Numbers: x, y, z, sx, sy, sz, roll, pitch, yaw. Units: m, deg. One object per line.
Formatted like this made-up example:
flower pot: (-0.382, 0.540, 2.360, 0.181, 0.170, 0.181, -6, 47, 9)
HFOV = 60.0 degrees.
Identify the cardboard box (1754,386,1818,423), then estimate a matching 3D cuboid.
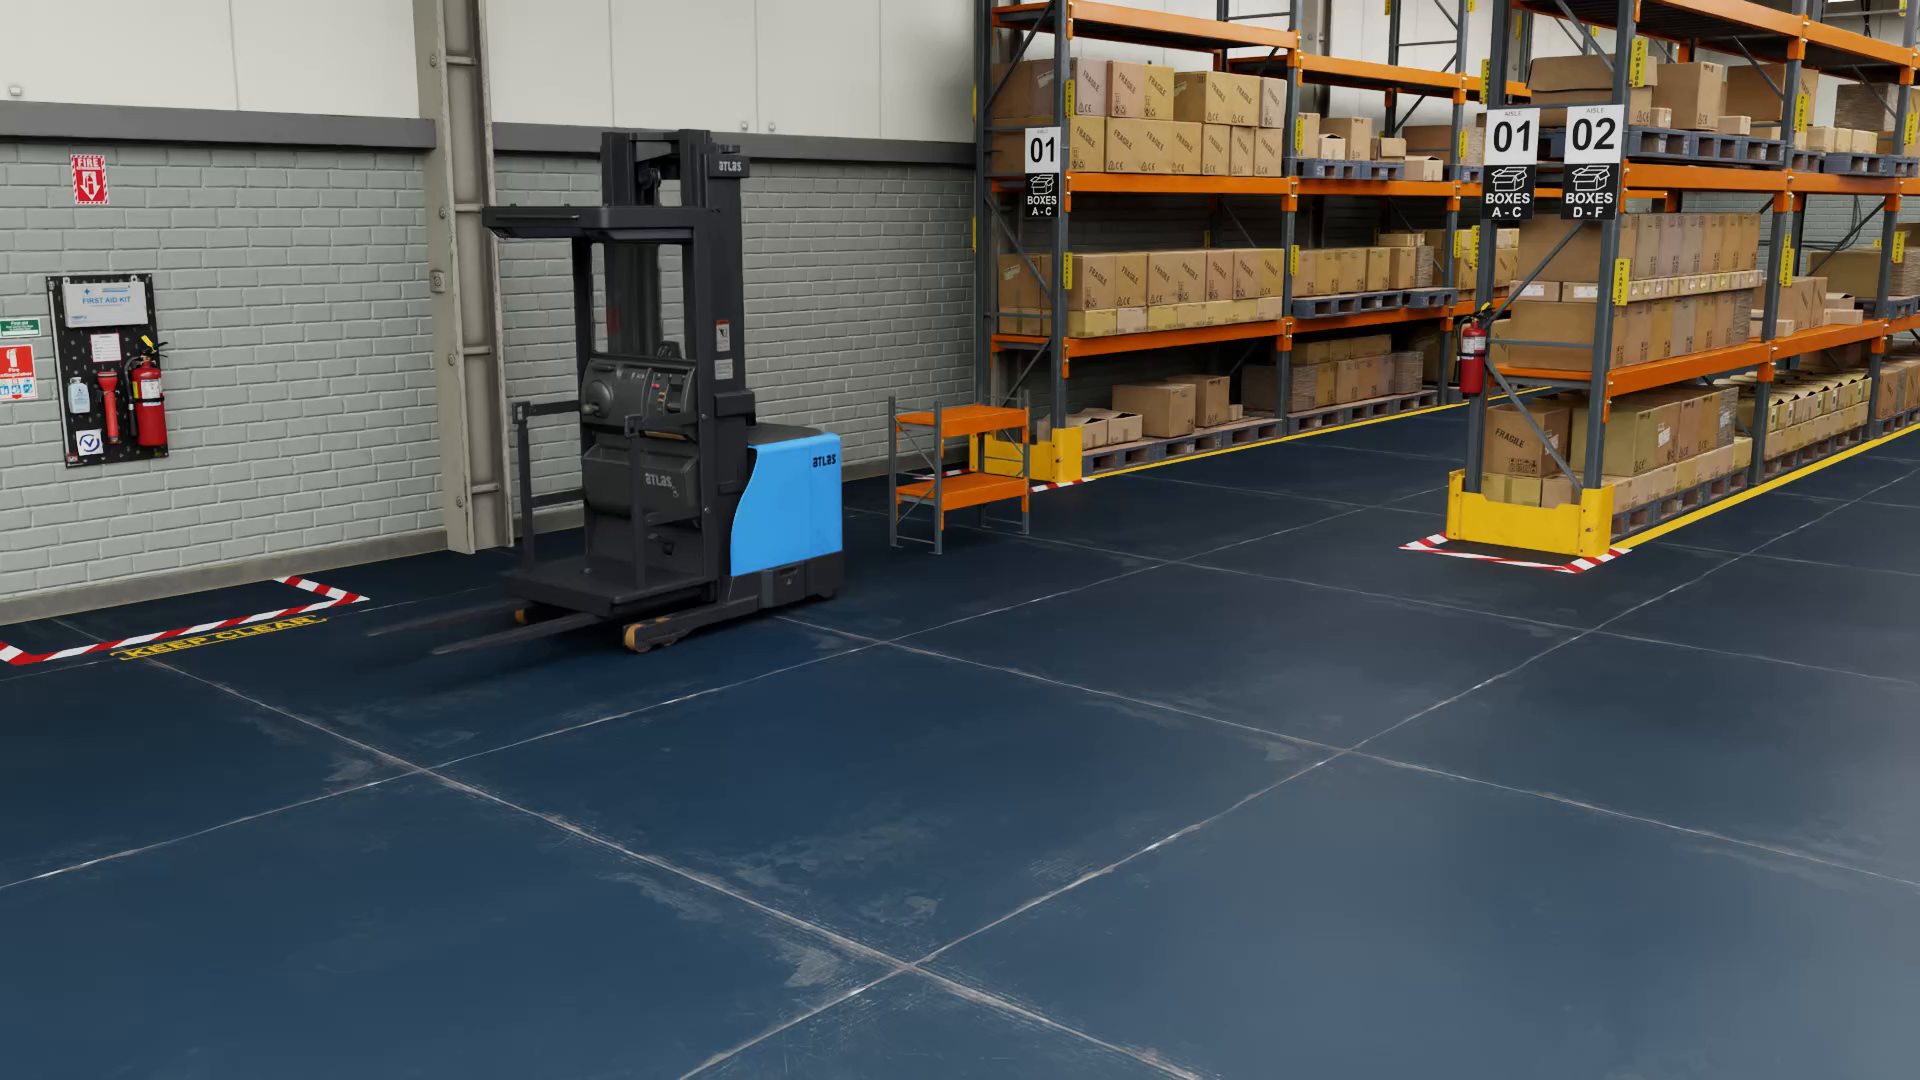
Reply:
cardboard box: (8.063, -1.342, 16.289, 0.500, 0.311, 0.500, 9, 14, 38)

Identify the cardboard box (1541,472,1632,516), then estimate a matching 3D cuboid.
cardboard box: (4.808, -0.351, 12.758, 0.500, 0.250, 0.500, 10, 15, 40)

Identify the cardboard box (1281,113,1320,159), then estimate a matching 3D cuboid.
cardboard box: (3.625, -4.468, 18.435, 0.500, 0.500, 0.500, -9, 15, -39)

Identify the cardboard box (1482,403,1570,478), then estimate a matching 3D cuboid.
cardboard box: (4.418, -0.786, 13.021, 0.500, 0.500, 0.500, 10, 15, 40)

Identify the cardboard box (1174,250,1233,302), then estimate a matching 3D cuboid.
cardboard box: (2.459, -2.719, 17.084, 0.500, 0.500, 0.500, 9, 15, 39)

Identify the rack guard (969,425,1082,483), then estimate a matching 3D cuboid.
rack guard: (0.614, -0.869, 15.783, 1.175, 0.500, 0.348, 10, 15, 40)

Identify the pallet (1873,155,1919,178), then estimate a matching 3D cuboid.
pallet: (9.187, -3.887, 17.338, 1.213, 0.211, 1.003, 11, 16, 43)

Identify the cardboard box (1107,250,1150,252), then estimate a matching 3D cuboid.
cardboard box: (1.725, -2.707, 17.025, 0.500, 0.500, 0.500, 10, 15, 41)

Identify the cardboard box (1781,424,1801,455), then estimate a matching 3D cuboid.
cardboard box: (7.718, -0.992, 15.966, 0.500, 0.250, 0.500, 10, 15, 42)

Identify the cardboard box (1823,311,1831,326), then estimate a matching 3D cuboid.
cardboard box: (8.768, -2.302, 17.220, 0.250, 0.149, 0.380, -11, 16, -43)

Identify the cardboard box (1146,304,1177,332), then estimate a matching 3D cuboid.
cardboard box: (1.797, -2.203, 16.412, 0.500, 0.250, 0.500, 9, 15, 39)

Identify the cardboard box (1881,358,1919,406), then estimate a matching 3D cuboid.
cardboard box: (11.100, -1.869, 19.667, 0.500, 0.500, 0.500, 9, 14, 38)

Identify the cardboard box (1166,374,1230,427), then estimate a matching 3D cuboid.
cardboard box: (2.549, -1.504, 17.840, 0.500, 0.500, 0.500, 8, 14, 36)

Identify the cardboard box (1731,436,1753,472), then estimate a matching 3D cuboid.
cardboard box: (6.786, -0.793, 14.970, 0.500, 0.250, 0.500, 10, 15, 40)

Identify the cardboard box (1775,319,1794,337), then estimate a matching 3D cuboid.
cardboard box: (7.666, -2.012, 15.770, 0.380, 0.149, 0.250, 10, 15, 40)

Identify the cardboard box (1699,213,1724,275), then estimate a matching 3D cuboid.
cardboard box: (5.976, -2.503, 14.016, 0.700, 0.500, 0.500, 10, 15, 40)

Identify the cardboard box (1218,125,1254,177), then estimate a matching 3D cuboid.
cardboard box: (2.713, -4.022, 17.227, 0.500, 0.500, 0.500, 8, 14, 36)

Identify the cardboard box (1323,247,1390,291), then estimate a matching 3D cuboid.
cardboard box: (4.736, -3.268, 20.038, 0.700, 0.500, 0.500, 10, 15, 40)

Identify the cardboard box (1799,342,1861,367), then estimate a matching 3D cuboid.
cardboard box: (10.043, -2.155, 19.185, 0.500, 0.250, 0.500, 11, 15, 42)

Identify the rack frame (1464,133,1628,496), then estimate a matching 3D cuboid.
rack frame: (4.287, -1.443, 12.278, 1.000, 3.000, 0.127, 10, 15, 40)

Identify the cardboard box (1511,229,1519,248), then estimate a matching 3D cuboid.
cardboard box: (7.351, -4.095, 22.576, 0.500, 0.250, 0.500, 9, 15, 39)

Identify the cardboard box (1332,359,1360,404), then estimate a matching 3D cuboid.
cardboard box: (4.348, -1.924, 19.946, 0.700, 0.500, 0.500, 10, 15, 41)

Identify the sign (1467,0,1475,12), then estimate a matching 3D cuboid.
sign: (6.258, -6.630, 20.344, 0.100, 0.325, 0.005, 10, 15, 40)

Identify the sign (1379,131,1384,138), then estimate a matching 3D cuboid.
sign: (5.433, -5.096, 21.388, 0.100, 0.325, 0.005, 10, 15, 40)

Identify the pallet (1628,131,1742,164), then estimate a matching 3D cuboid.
pallet: (5.579, -3.152, 13.400, 1.003, 0.211, 1.213, 10, 15, 40)

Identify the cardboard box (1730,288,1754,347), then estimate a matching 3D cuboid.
cardboard box: (6.639, -2.015, 14.884, 0.700, 0.500, 0.500, 9, 15, 39)

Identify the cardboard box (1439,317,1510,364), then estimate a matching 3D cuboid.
cardboard box: (7.011, -2.631, 22.643, 0.750, 0.750, 0.750, 10, 15, 40)

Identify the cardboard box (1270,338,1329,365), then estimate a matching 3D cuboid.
cardboard box: (3.966, -2.205, 19.437, 0.500, 0.250, 0.500, 9, 15, 39)

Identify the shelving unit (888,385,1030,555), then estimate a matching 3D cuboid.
shelving unit: (0.004, -0.553, 12.606, 0.538, 1.125, 1.048, 10, 15, 40)

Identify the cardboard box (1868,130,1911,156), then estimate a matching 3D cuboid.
cardboard box: (9.831, -4.209, 18.211, 0.910, 0.500, 0.500, 10, 15, 40)

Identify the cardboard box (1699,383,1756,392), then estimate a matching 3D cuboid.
cardboard box: (7.649, -1.411, 16.636, 0.500, 0.311, 0.500, 10, 15, 40)

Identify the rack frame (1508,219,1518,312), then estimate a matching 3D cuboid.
rack frame: (8.485, -3.849, 24.322, 1.000, 3.000, 0.127, 10, 15, 40)

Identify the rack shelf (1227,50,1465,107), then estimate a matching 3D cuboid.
rack shelf: (4.524, -5.359, 19.424, 1.077, 0.370, 4.000, 10, 15, 40)

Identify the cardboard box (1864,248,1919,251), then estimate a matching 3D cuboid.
cardboard box: (11.089, -3.196, 19.726, 0.700, 0.500, 0.500, 6, 13, 26)

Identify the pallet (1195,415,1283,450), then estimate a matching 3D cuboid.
pallet: (2.787, -1.201, 18.184, 1.003, 0.211, 1.213, 10, 15, 40)

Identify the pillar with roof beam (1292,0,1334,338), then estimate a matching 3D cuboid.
pillar with roof beam: (7.570, -5.566, 17.603, 9.100, 9.000, 0.400, 10, 15, 40)

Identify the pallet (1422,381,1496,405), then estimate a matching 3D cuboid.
pallet: (6.422, -1.999, 22.180, 1.003, 0.211, 1.213, 10, 15, 40)

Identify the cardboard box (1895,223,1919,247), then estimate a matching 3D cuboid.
cardboard box: (12.348, -3.856, 21.550, 0.500, 0.500, 0.500, 10, 15, 41)

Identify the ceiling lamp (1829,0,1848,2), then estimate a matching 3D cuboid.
ceiling lamp: (14.794, -10.310, 26.451, 2.000, 3.185, 0.800, 10, 15, 40)

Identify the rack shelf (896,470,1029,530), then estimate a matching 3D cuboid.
rack shelf: (0.004, -0.313, 12.654, 0.538, 0.278, 1.000, 10, 15, 40)

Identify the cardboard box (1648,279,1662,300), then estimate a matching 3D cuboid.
cardboard box: (5.214, -1.953, 12.918, 0.380, 0.149, 0.250, 9, 15, 39)

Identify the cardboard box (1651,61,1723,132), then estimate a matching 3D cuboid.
cardboard box: (5.589, -3.447, 12.966, 0.500, 0.500, 0.500, 10, 15, 40)

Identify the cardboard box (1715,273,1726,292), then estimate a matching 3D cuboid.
cardboard box: (6.236, -2.182, 14.064, 0.380, 0.149, 0.250, 10, 15, 40)

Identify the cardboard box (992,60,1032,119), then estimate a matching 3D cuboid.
cardboard box: (0.652, -4.200, 15.566, 0.500, 0.500, 0.500, 11, 15, 43)

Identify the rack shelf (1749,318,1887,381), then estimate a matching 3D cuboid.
rack shelf: (8.248, -1.973, 16.769, 1.077, 0.370, 4.000, 10, 15, 40)

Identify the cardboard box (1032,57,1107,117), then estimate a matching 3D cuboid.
cardboard box: (1.000, -4.129, 15.206, 0.500, 0.500, 0.500, 8, 14, 36)

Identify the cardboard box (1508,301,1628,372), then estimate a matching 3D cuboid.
cardboard box: (4.605, -1.559, 12.604, 0.700, 0.500, 0.500, 10, 15, 40)

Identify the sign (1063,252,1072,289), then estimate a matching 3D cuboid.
sign: (0.971, -2.438, 15.046, 0.100, 0.325, 0.005, 10, 15, 40)

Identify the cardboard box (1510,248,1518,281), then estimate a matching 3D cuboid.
cardboard box: (7.376, -3.730, 22.660, 0.500, 0.500, 0.500, 10, 15, 42)

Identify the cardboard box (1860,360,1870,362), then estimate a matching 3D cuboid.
cardboard box: (10.693, -1.932, 19.986, 0.500, 0.500, 0.500, 9, 14, 38)

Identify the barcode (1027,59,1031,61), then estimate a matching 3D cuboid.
barcode: (0.657, -4.557, 15.869, 0.001, 0.075, 0.075, 10, 15, 40)

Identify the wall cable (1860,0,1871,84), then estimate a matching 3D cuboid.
wall cable: (17.159, -8.769, 28.674, 3.097, 2.526, 0.112, 10, 15, 40)

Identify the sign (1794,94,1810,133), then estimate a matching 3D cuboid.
sign: (7.345, -3.723, 14.515, 0.100, 0.325, 0.005, 10, 15, 40)

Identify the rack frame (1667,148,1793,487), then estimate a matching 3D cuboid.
rack frame: (6.928, -2.032, 15.225, 1.000, 3.000, 0.127, 10, 15, 40)

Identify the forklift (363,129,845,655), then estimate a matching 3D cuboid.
forklift: (-2.050, -0.903, 9.748, 1.130, 2.935, 3.031, 9, 14, 37)

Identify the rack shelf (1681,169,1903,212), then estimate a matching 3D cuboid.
rack shelf: (8.248, -3.444, 16.475, 1.077, 0.370, 4.000, 10, 15, 40)

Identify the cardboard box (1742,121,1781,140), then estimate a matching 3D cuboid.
cardboard box: (7.341, -3.724, 15.352, 0.500, 0.250, 0.500, -10, 15, -42)

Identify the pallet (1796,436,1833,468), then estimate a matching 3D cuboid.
pallet: (8.190, -0.958, 16.969, 1.003, 0.211, 1.213, 10, 15, 40)
